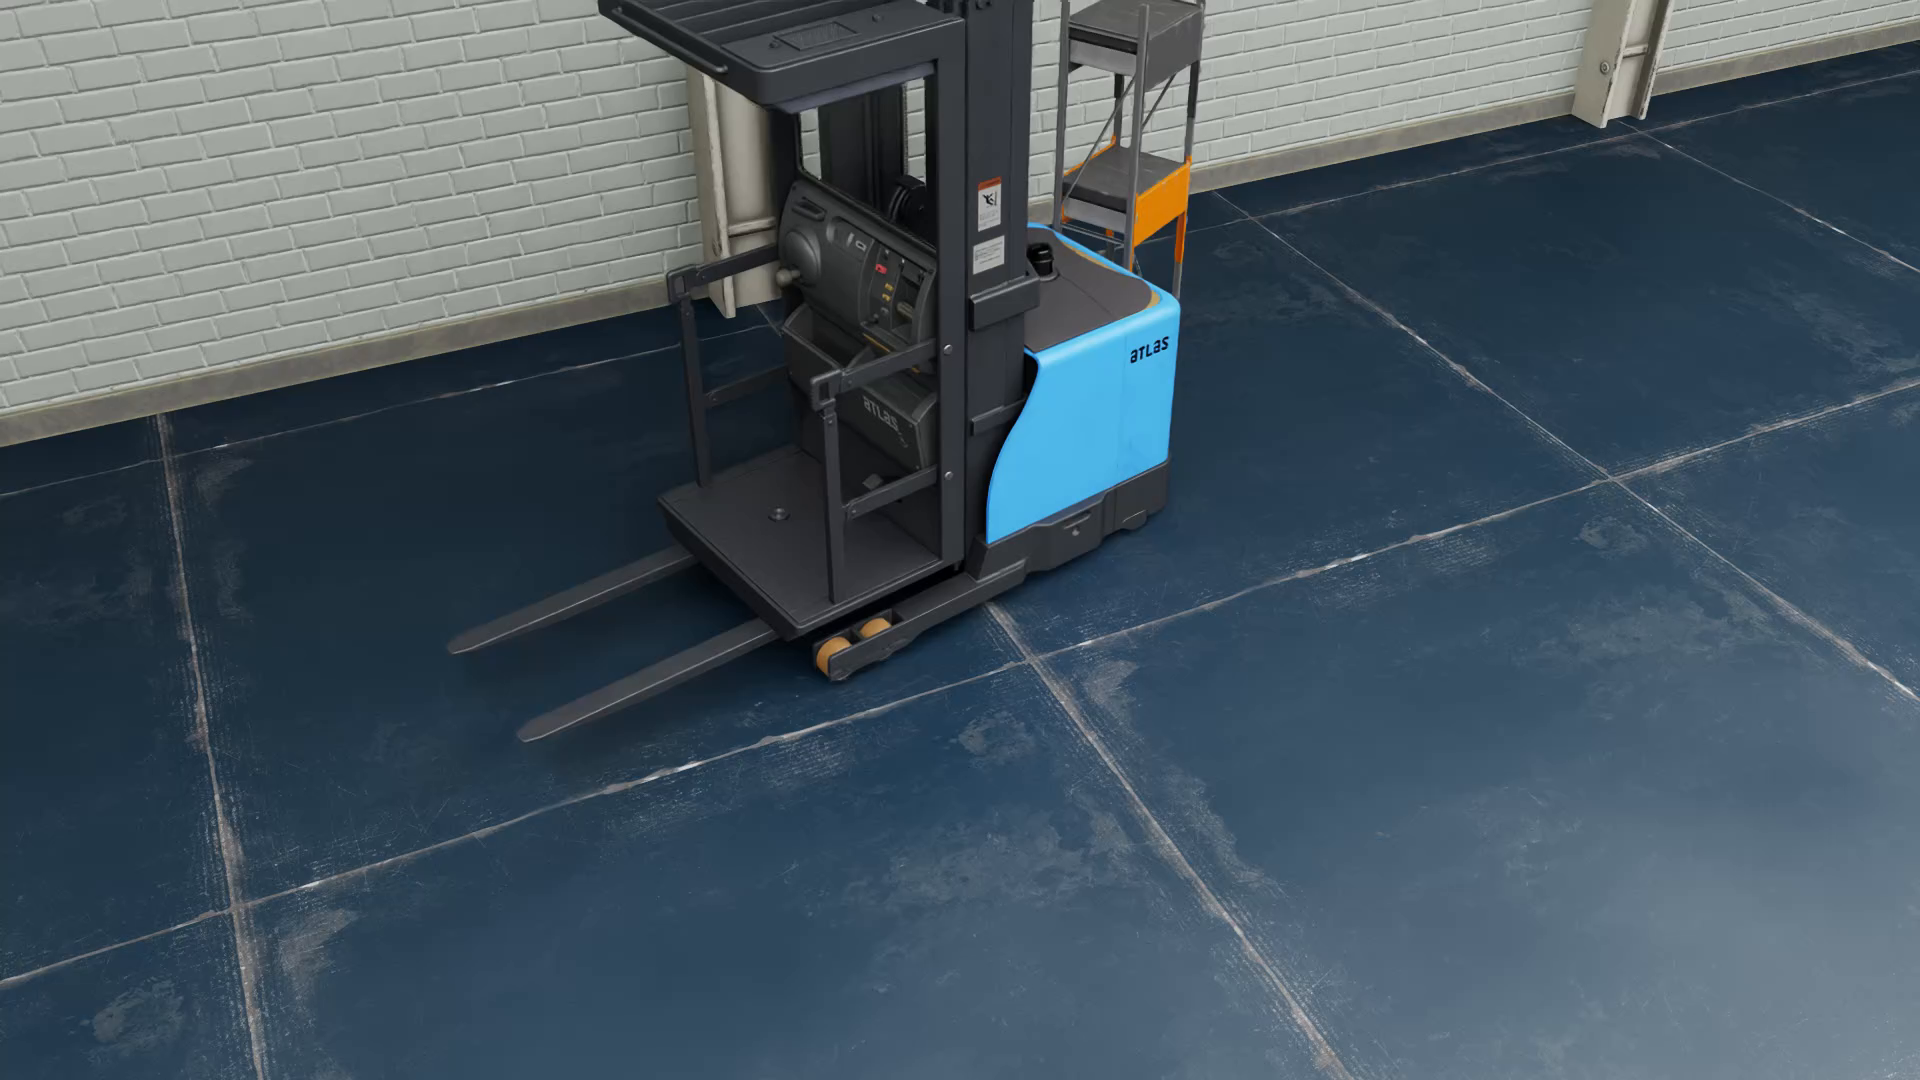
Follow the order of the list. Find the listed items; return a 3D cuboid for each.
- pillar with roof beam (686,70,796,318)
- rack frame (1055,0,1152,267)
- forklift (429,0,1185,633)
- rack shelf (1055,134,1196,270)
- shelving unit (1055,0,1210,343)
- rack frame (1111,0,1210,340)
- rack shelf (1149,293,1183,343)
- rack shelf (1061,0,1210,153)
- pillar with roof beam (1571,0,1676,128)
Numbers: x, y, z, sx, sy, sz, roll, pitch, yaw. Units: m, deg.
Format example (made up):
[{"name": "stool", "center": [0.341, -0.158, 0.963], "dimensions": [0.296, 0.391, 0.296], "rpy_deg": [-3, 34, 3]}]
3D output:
[{"name": "pillar with roof beam", "center": [0.699, -2.602, 3.204], "dimensions": [0.400, 9.000, 9.100], "rpy_deg": [-16, 39, -20]}, {"name": "rack frame", "center": [0.595, -1.347, 7.304], "dimensions": [0.400, 2.100, 0.015], "rpy_deg": [24, 43, 28]}, {"name": "forklift", "center": [-0.677, -1.143, 6.331], "dimensions": [3.031, 2.935, 1.130], "rpy_deg": [-7, 37, -9]}, {"name": "rack shelf", "center": [0.739, -1.454, 7.470], "dimensions": [0.431, 0.518, 0.480], "rpy_deg": [24, 43, 28]}, {"name": "shelving unit", "center": [0.739, -1.465, 7.462], "dimensions": [0.431, 2.100, 0.503], "rpy_deg": [24, 43, 28]}, {"name": "rack frame", "center": [0.883, -1.582, 7.620], "dimensions": [0.400, 2.100, 0.015], "rpy_deg": [24, 43, 28]}, {"name": "rack shelf", "center": [0.739, -0.891, 7.887], "dimensions": [0.431, 0.518, 0.480], "rpy_deg": [24, 43, 28]}, {"name": "rack shelf", "center": [0.739, -2.016, 7.053], "dimensions": [0.431, 0.518, 0.480], "rpy_deg": [24, 43, 28]}, {"name": "pillar with roof beam", "center": [6.131, -4.120, 5.251], "dimensions": [0.400, 9.000, 9.100], "rpy_deg": [-16, 39, -20]}]
